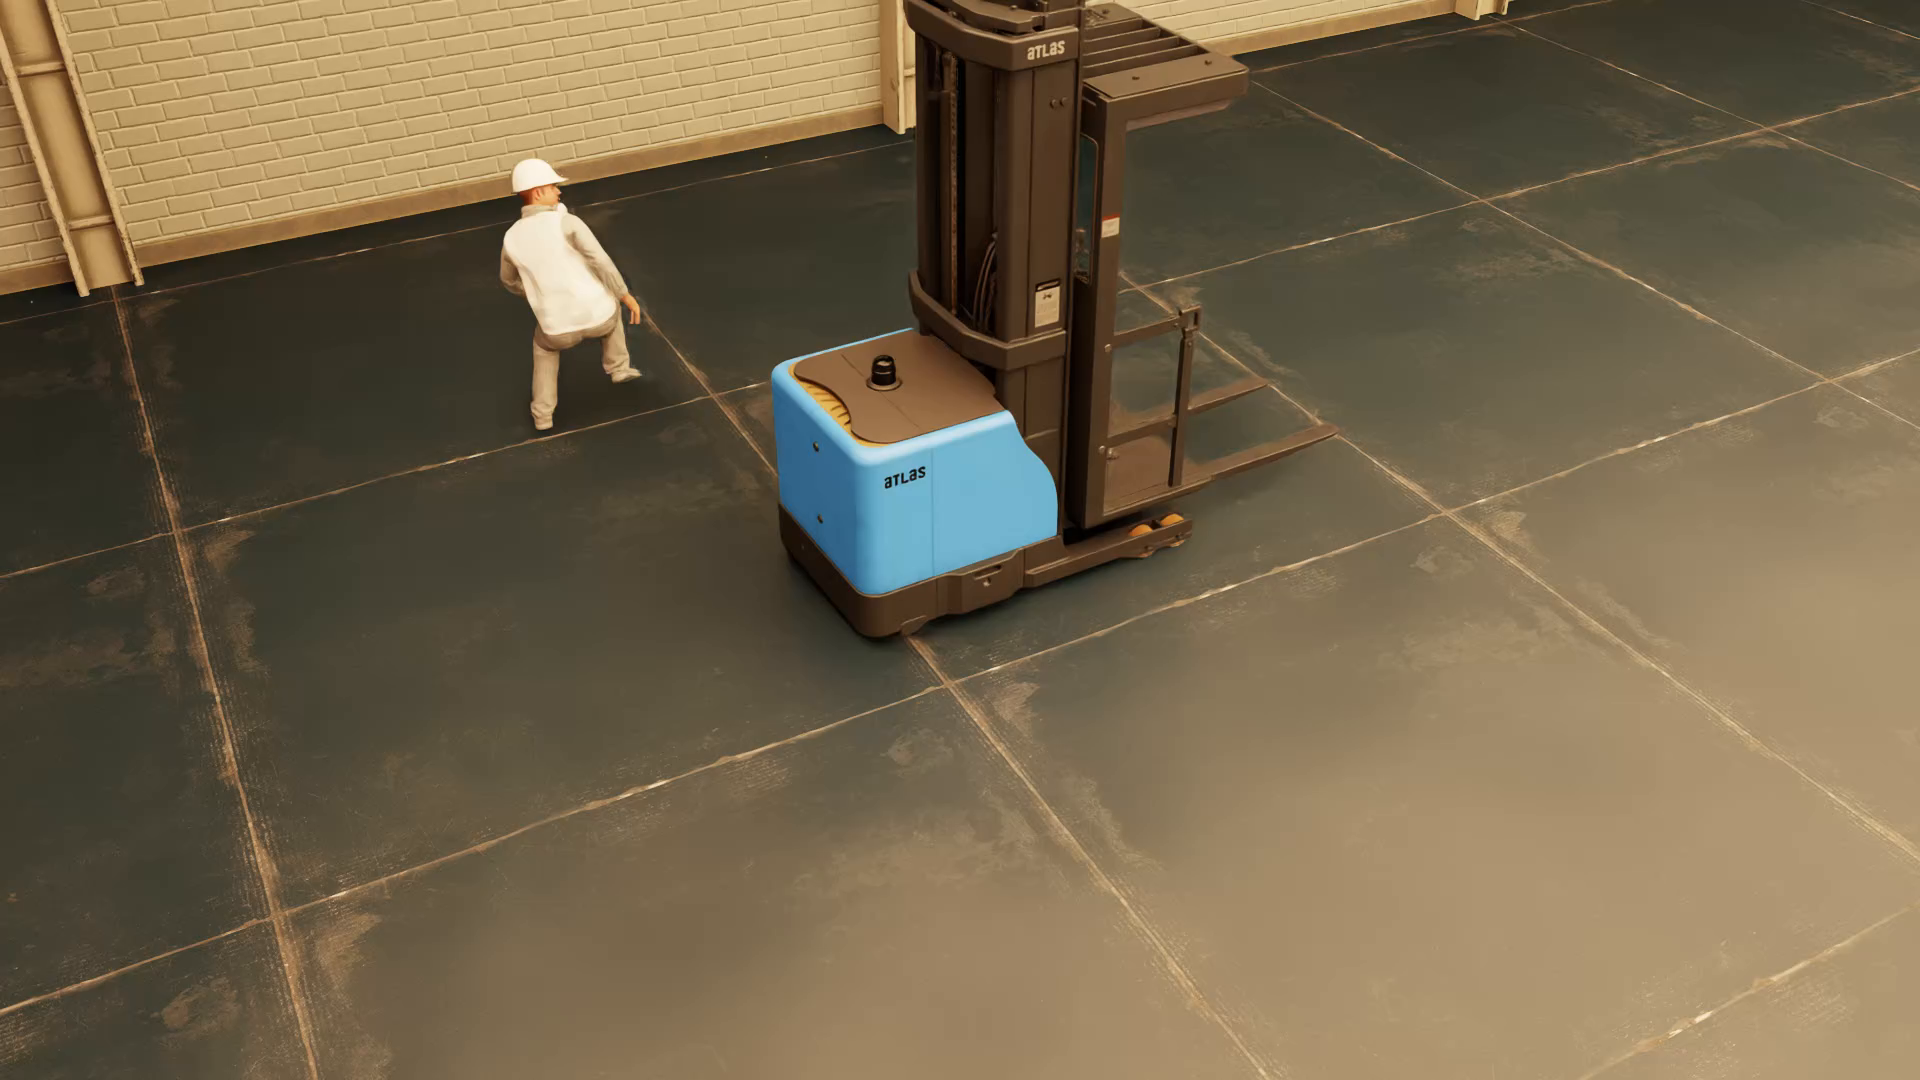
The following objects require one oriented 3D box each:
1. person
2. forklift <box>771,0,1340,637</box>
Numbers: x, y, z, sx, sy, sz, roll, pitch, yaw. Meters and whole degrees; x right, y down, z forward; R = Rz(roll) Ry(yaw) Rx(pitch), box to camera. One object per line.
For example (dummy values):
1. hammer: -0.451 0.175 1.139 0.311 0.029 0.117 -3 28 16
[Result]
1. person: -2.174 -1.383 9.323 0.772 1.547 0.688 -4 35 -5
2. forklift: 0.613 -1.352 8.036 3.031 2.935 1.130 -18 39 -24
